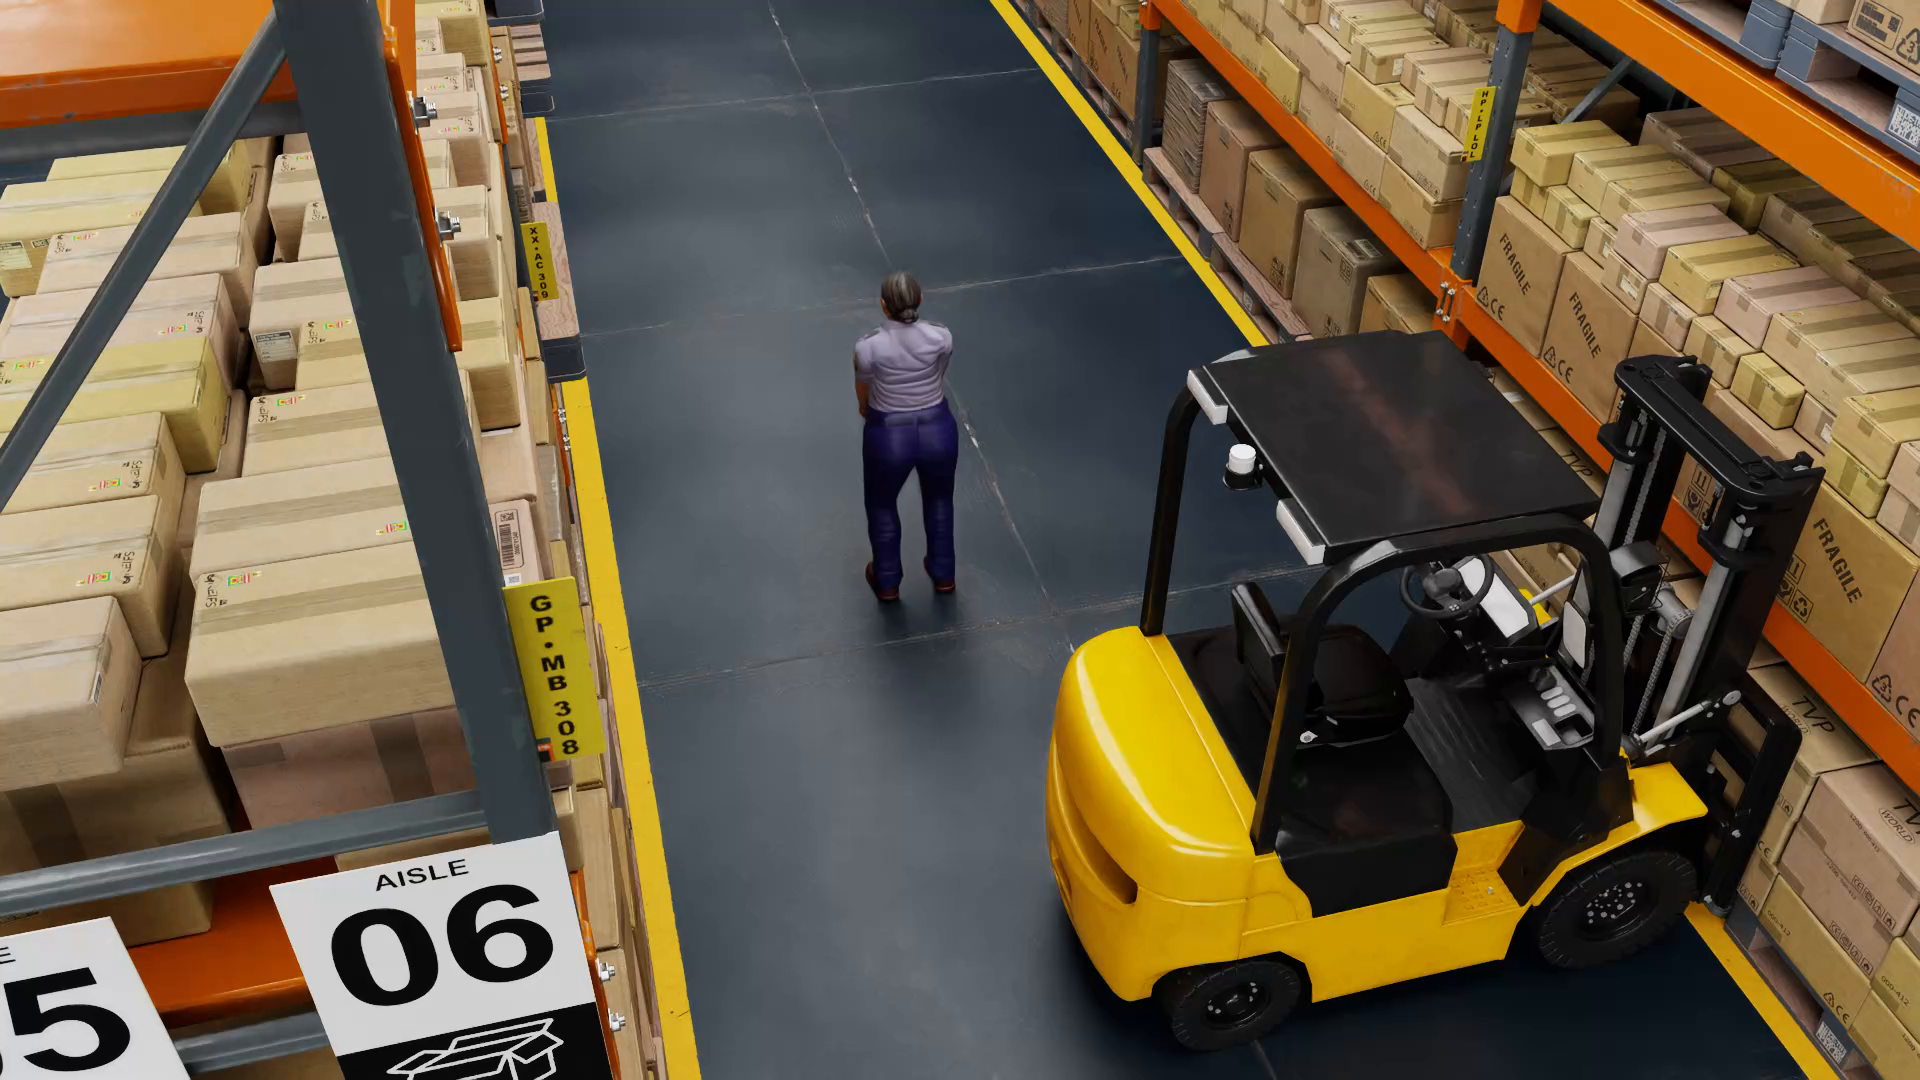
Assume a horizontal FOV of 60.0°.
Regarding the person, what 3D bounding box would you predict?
[{"bbox_3d":[-0.253,-0.488,7.351,0.435,1.643,0.534,-10,40,-12],"label":"person"}]
